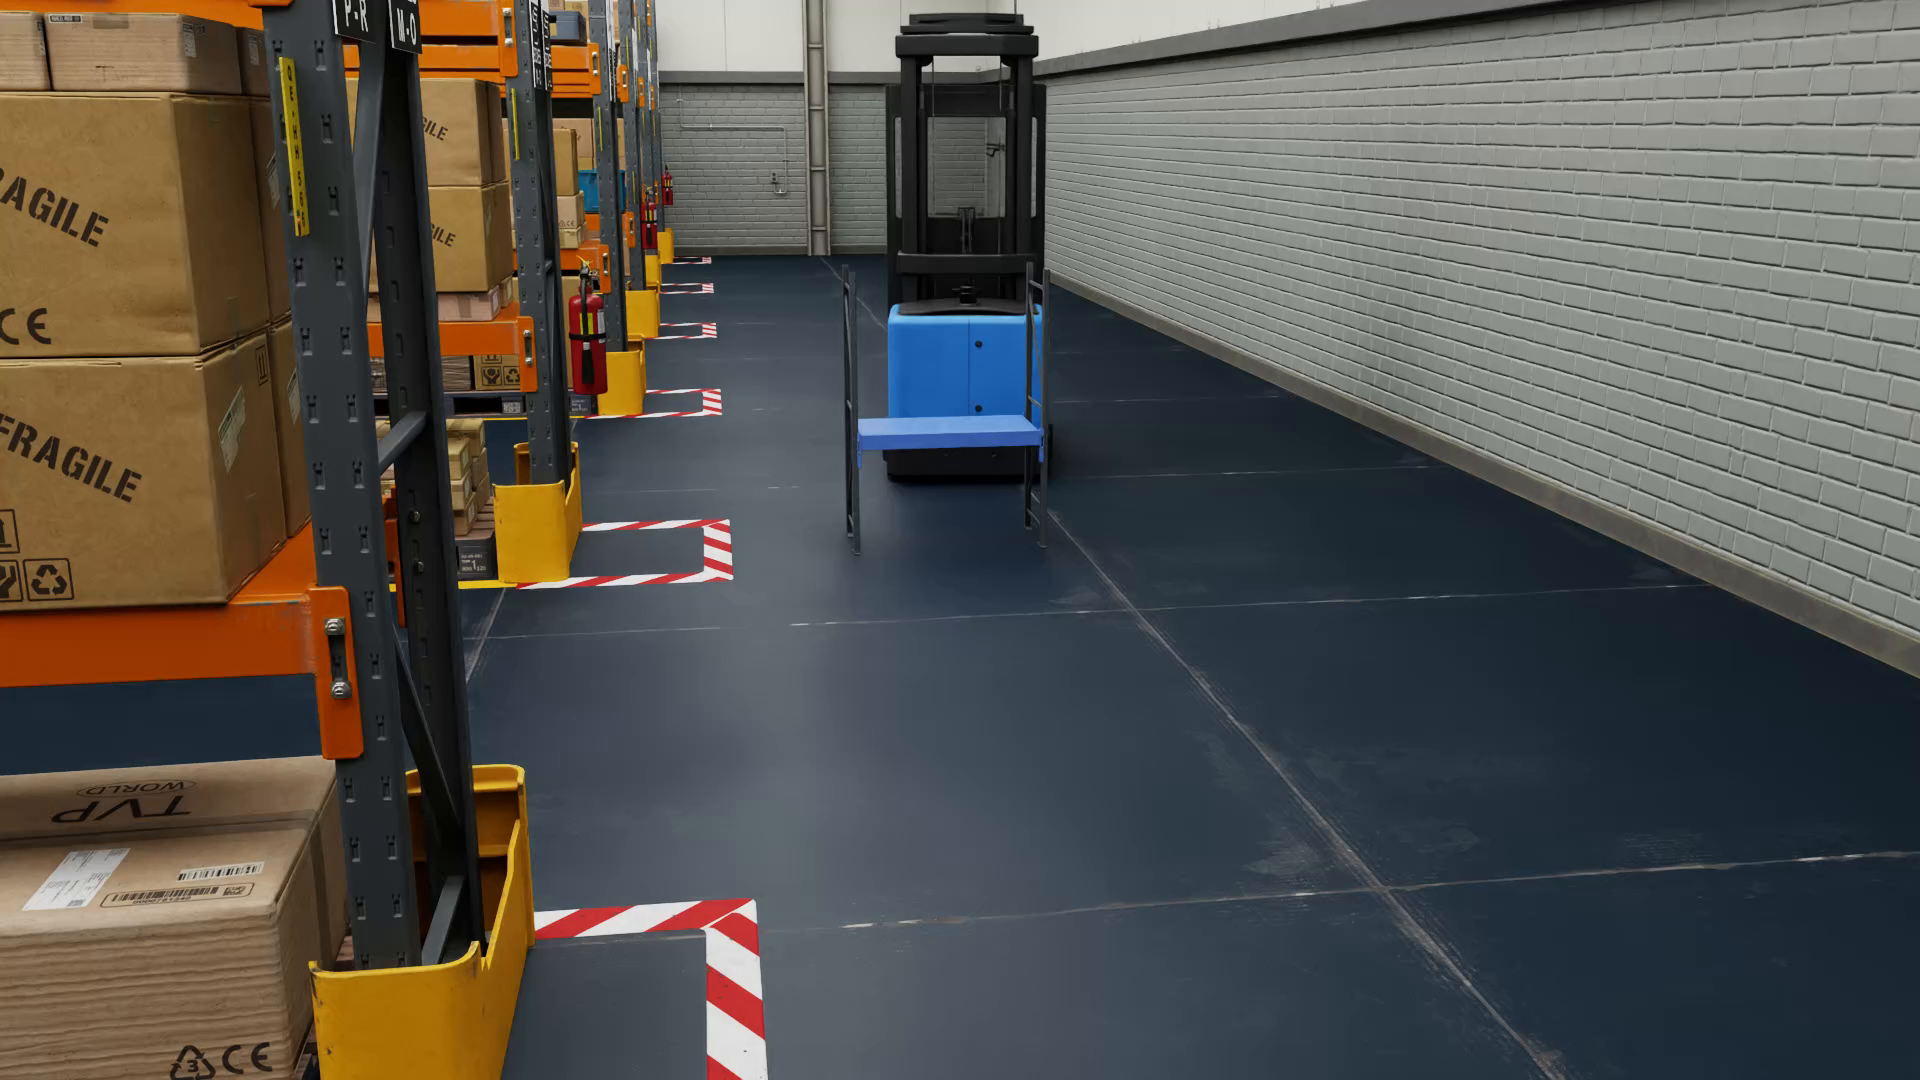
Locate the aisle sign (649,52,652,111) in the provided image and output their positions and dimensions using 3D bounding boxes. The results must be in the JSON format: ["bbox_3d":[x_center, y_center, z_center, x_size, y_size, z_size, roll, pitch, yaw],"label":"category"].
[{"bbox_3d":[-4.249,-6.297,22.819,0.004,0.787,0.394,-2,14,-8],"label":"aisle sign"}]

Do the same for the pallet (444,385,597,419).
[{"bbox_3d":[-3.579,-1.179,13.490,1.213,0.211,1.003,-2,14,-8],"label":"pallet"}]

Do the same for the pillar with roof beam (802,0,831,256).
[{"bbox_3d":[-1.832,-8.334,23.955,0.400,9.000,9.100,-2,14,-8],"label":"pillar with roof beam"}]

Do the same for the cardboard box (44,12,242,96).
[{"bbox_3d":[-1.649,-0.983,3.380,0.250,0.149,0.380,-2,14,-8],"label":"cardboard box"}]

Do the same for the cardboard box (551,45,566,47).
[{"bbox_3d":[-5.237,-6.489,22.045,0.500,0.250,0.500,-2,14,-8],"label":"cardboard box"}]

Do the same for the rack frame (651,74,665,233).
[{"bbox_3d":[-5.014,-6.154,27.594,0.127,3.000,1.000,-2,14,-8],"label":"rack frame"}]

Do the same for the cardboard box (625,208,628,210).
[{"bbox_3d":[-5.597,-5.463,27.781,0.250,0.149,0.380,-2,14,-8],"label":"cardboard box"}]

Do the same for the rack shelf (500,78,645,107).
[{"bbox_3d":[-6.250,-5.996,22.277,4.000,0.370,1.077,-2,14,-8],"label":"rack shelf"}]

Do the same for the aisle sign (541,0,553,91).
[{"bbox_3d":[-2.134,-2.719,8.552,0.004,0.787,0.394,-2,14,-8],"label":"aisle sign"}]

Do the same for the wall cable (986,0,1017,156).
[{"bbox_3d":[0.632,-7.677,27.717,0.112,2.526,3.097,-2,14,-8],"label":"wall cable"}]

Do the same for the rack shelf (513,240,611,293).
[{"bbox_3d":[-4.778,-2.158,13.140,4.000,0.370,1.077,-2,14,-8],"label":"rack shelf"}]

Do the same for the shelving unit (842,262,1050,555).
[{"bbox_3d":[-0.084,-0.724,9.027,1.048,1.500,0.538,-2,14,-8],"label":"shelving unit"}]

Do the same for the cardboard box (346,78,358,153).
[{"bbox_3d":[-3.078,-1.966,8.022,0.500,0.500,0.500,-3,14,-10],"label":"cardboard box"}]

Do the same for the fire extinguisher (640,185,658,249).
[{"bbox_3d":[-3.321,-3.449,17.733,0.183,0.674,0.296,-2,14,-8],"label":"fire extinguisher"}]

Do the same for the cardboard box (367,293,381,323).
[{"bbox_3d":[-2.939,-1.169,8.231,0.250,0.149,0.380,-2,14,-9],"label":"cardboard box"}]

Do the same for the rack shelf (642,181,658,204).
[{"bbox_3d":[-6.992,-5.733,27.393,4.000,0.370,1.077,-2,14,-8],"label":"rack shelf"}]

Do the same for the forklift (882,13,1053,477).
[{"bbox_3d":[0.035,-2.132,11.700,1.130,2.935,3.031,0,14,-1],"label":"forklift"}]

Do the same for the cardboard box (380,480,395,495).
[{"bbox_3d":[-2.907,-0.264,8.493,0.250,0.149,0.380,-2,14,-10],"label":"cardboard box"}]

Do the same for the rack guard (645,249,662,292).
[{"bbox_3d":[-4.347,-3.747,23.137,0.348,0.500,1.175,-2,14,-8],"label":"rack guard"}]

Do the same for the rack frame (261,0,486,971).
[{"bbox_3d":[-1.324,-0.196,3.836,0.127,3.000,1.000,-2,14,-8],"label":"rack frame"}]

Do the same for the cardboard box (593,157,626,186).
[{"bbox_3d":[-4.675,-4.929,22.506,0.500,0.500,0.500,-2,14,-7],"label":"cardboard box"}]

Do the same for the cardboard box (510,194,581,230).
[{"bbox_3d":[-3.240,-2.570,12.999,0.500,0.250,0.500,-2,14,-9],"label":"cardboard box"}]

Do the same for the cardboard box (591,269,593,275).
[{"bbox_3d":[-5.187,-3.730,22.848,0.250,0.166,0.380,-2,14,-8],"label":"cardboard box"}]

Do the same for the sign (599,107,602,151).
[{"bbox_3d":[-2.733,-3.125,12.649,0.005,0.325,0.100,-2,14,-8],"label":"sign"}]

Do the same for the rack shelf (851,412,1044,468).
[{"bbox_3d":[-0.084,-0.550,9.071,1.000,0.185,0.538,-2,14,-8],"label":"rack shelf"}]

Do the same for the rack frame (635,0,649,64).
[{"bbox_3d":[-4.272,-7.872,22.114,0.127,3.000,1.000,-2,14,-8],"label":"rack frame"}]

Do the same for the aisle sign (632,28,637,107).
[{"bbox_3d":[-3.423,-4.964,17.505,0.004,0.787,0.394,-2,14,-8],"label":"aisle sign"}]

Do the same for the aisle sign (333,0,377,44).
[{"bbox_3d":[-1.207,-1.385,3.233,0.004,0.787,0.394,-2,14,-8],"label":"aisle sign"}]

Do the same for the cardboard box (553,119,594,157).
[{"bbox_3d":[-5.171,-5.395,22.308,0.500,0.500,0.500,-2,14,-7],"label":"cardboard box"}]

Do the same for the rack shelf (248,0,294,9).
[{"bbox_3d":[-3.302,-1.229,3.270,4.000,0.370,1.077,-2,14,-8],"label":"rack shelf"}]

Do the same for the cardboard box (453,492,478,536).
[{"bbox_3d":[-2.651,-0.135,8.589,0.250,0.149,0.380,-2,14,-7],"label":"cardboard box"}]

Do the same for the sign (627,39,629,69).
[{"bbox_3d":[-3.440,-5.043,17.215,0.005,0.325,0.100,-2,14,-8],"label":"sign"}]

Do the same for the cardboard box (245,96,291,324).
[{"bbox_3d":[-1.841,-0.780,3.906,0.500,0.500,0.500,-2,14,-10],"label":"cardboard box"}]

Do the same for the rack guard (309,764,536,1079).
[{"bbox_3d":[-1.300,1.016,4.144,0.348,0.500,1.175,-2,14,-8],"label":"rack guard"}]

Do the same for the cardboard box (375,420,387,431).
[{"bbox_3d":[-3.253,-0.538,8.974,0.250,0.149,0.380,-2,14,-8],"label":"cardboard box"}]

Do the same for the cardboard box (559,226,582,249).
[{"bbox_3d":[-3.103,-2.366,13.005,0.250,0.149,0.380,-2,14,-7],"label":"cardboard box"}]

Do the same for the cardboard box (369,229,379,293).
[{"bbox_3d":[-3.077,-1.480,8.140,0.500,0.500,0.500,-2,14,-9],"label":"cardboard box"}]

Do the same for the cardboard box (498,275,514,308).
[{"bbox_3d":[-2.530,-1.328,8.868,0.250,0.149,0.380,-2,14,-9],"label":"cardboard box"}]

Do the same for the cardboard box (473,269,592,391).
[{"bbox_3d":[-3.421,-1.710,13.380,0.875,0.875,0.875,-2,14,-8],"label":"cardboard box"}]

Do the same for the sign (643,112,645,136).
[{"bbox_3d":[-4.209,-5.543,22.129,0.005,0.325,0.100,-2,14,-8],"label":"sign"}]

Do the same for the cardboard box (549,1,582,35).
[{"bbox_3d":[-5.285,-6.931,22.264,0.500,0.500,0.700,-2,14,-8],"label":"cardboard box"}]

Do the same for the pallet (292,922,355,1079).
[{"bbox_3d":[-2.103,1.205,3.985,1.213,0.211,1.003,-2,14,-8],"label":"pallet"}]

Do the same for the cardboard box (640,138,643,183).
[{"bbox_3d":[-5.517,-6.279,27.474,0.700,0.700,0.980,-1,14,-6],"label":"cardboard box"}]
